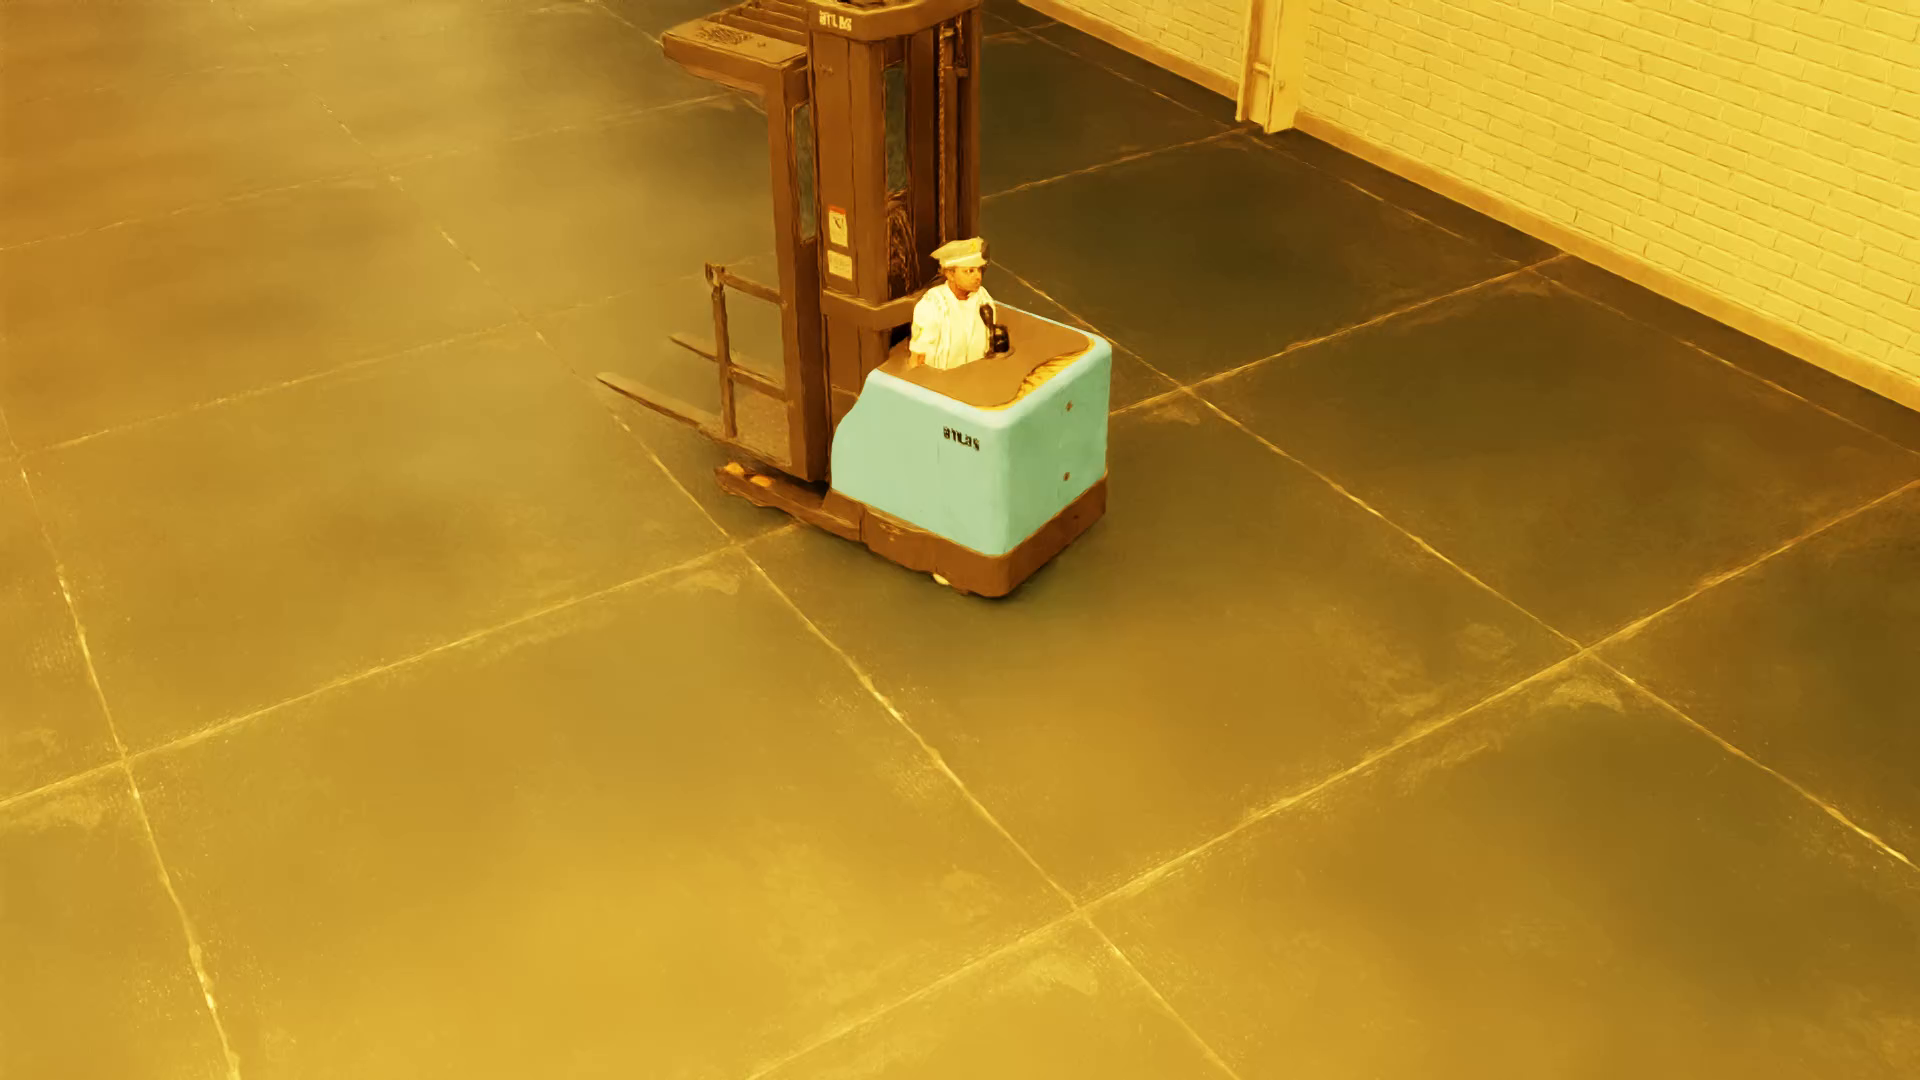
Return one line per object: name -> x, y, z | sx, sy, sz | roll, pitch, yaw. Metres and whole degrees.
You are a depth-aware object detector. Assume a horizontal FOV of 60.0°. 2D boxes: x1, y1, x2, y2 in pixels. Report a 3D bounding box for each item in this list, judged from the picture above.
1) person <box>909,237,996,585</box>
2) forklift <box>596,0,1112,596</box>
person -> 0.024, -0.657, 8.146 | 0.571, 1.693, 0.532 | -21, 40, -27
forklift -> -0.711, -1.601, 8.427 | 3.031, 2.935, 1.130 | 23, 41, 29
